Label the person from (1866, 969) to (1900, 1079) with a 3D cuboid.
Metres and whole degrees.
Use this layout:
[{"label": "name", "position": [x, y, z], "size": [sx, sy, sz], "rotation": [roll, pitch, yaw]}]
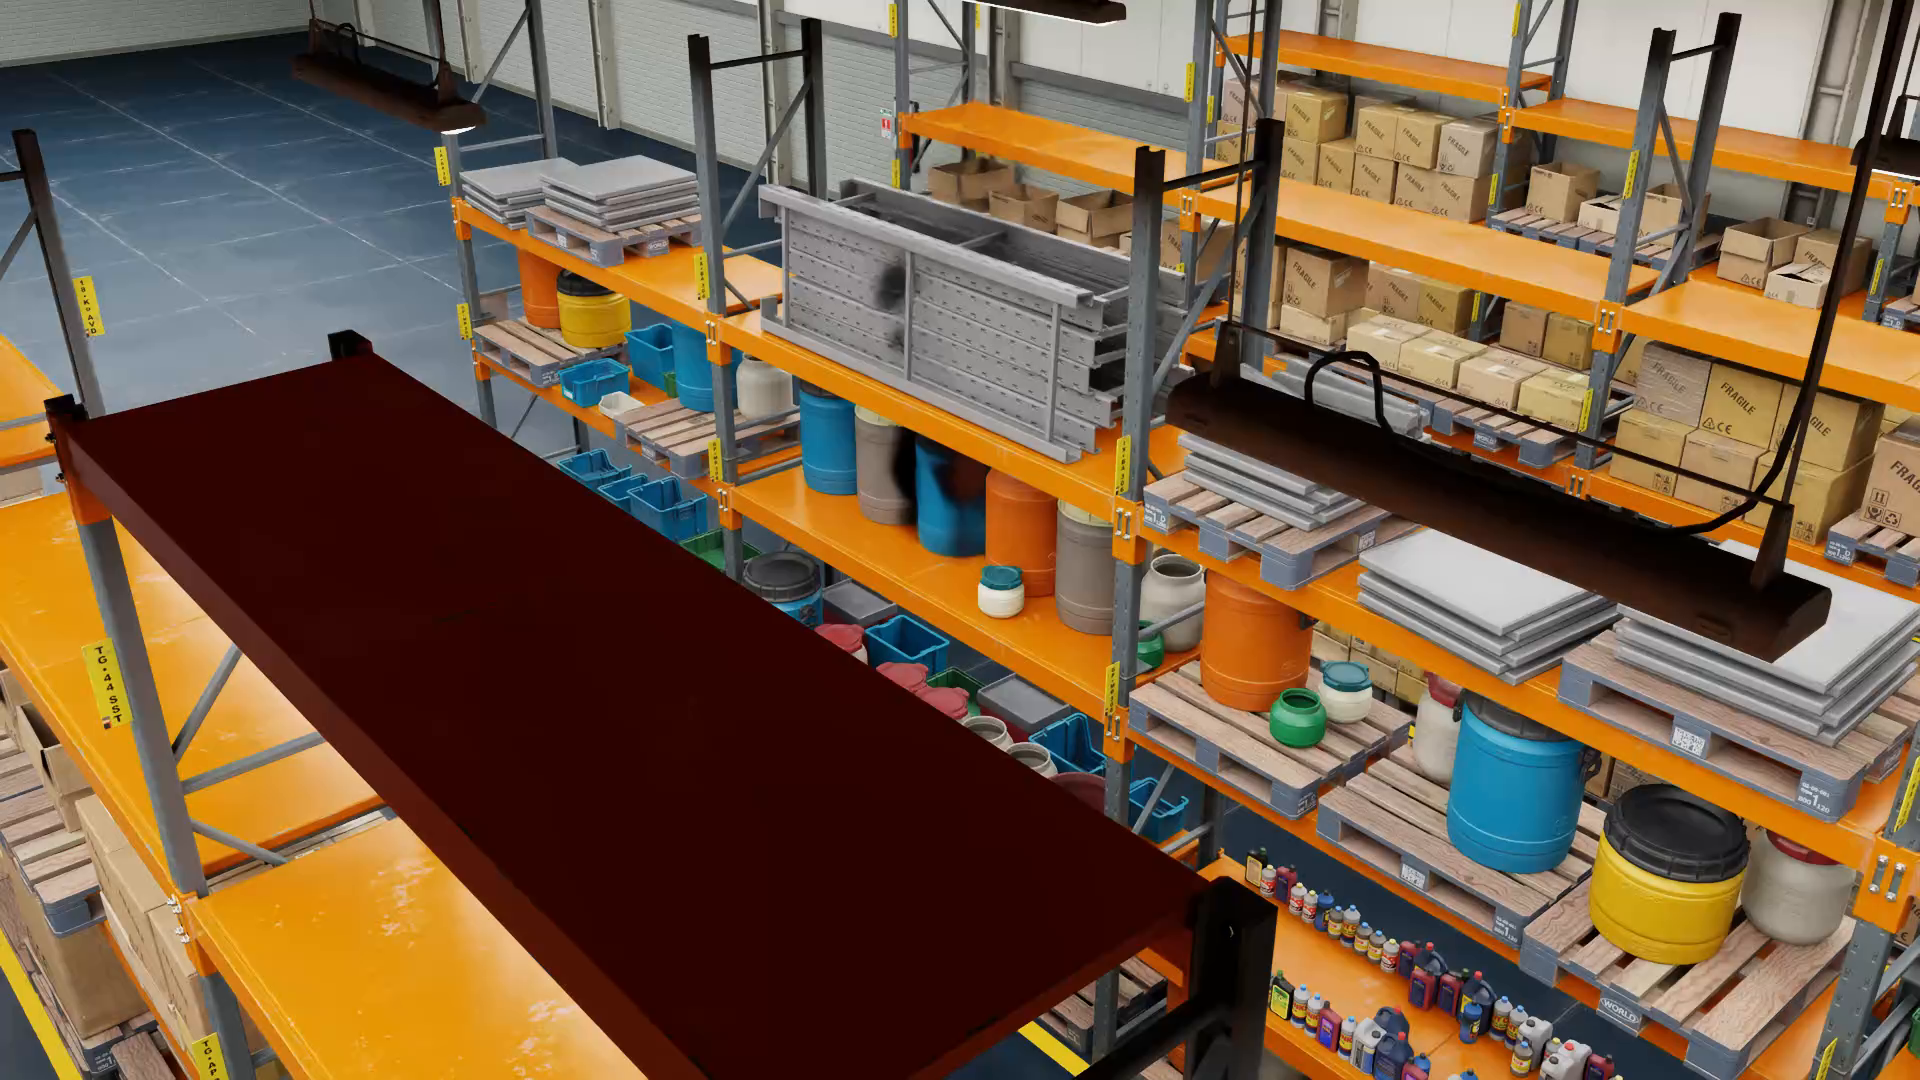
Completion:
[{"label": "person", "position": [5.754, 2.971, 9.717], "size": [1.002, 1.812, 0.680], "rotation": [19, 33, 33]}]
